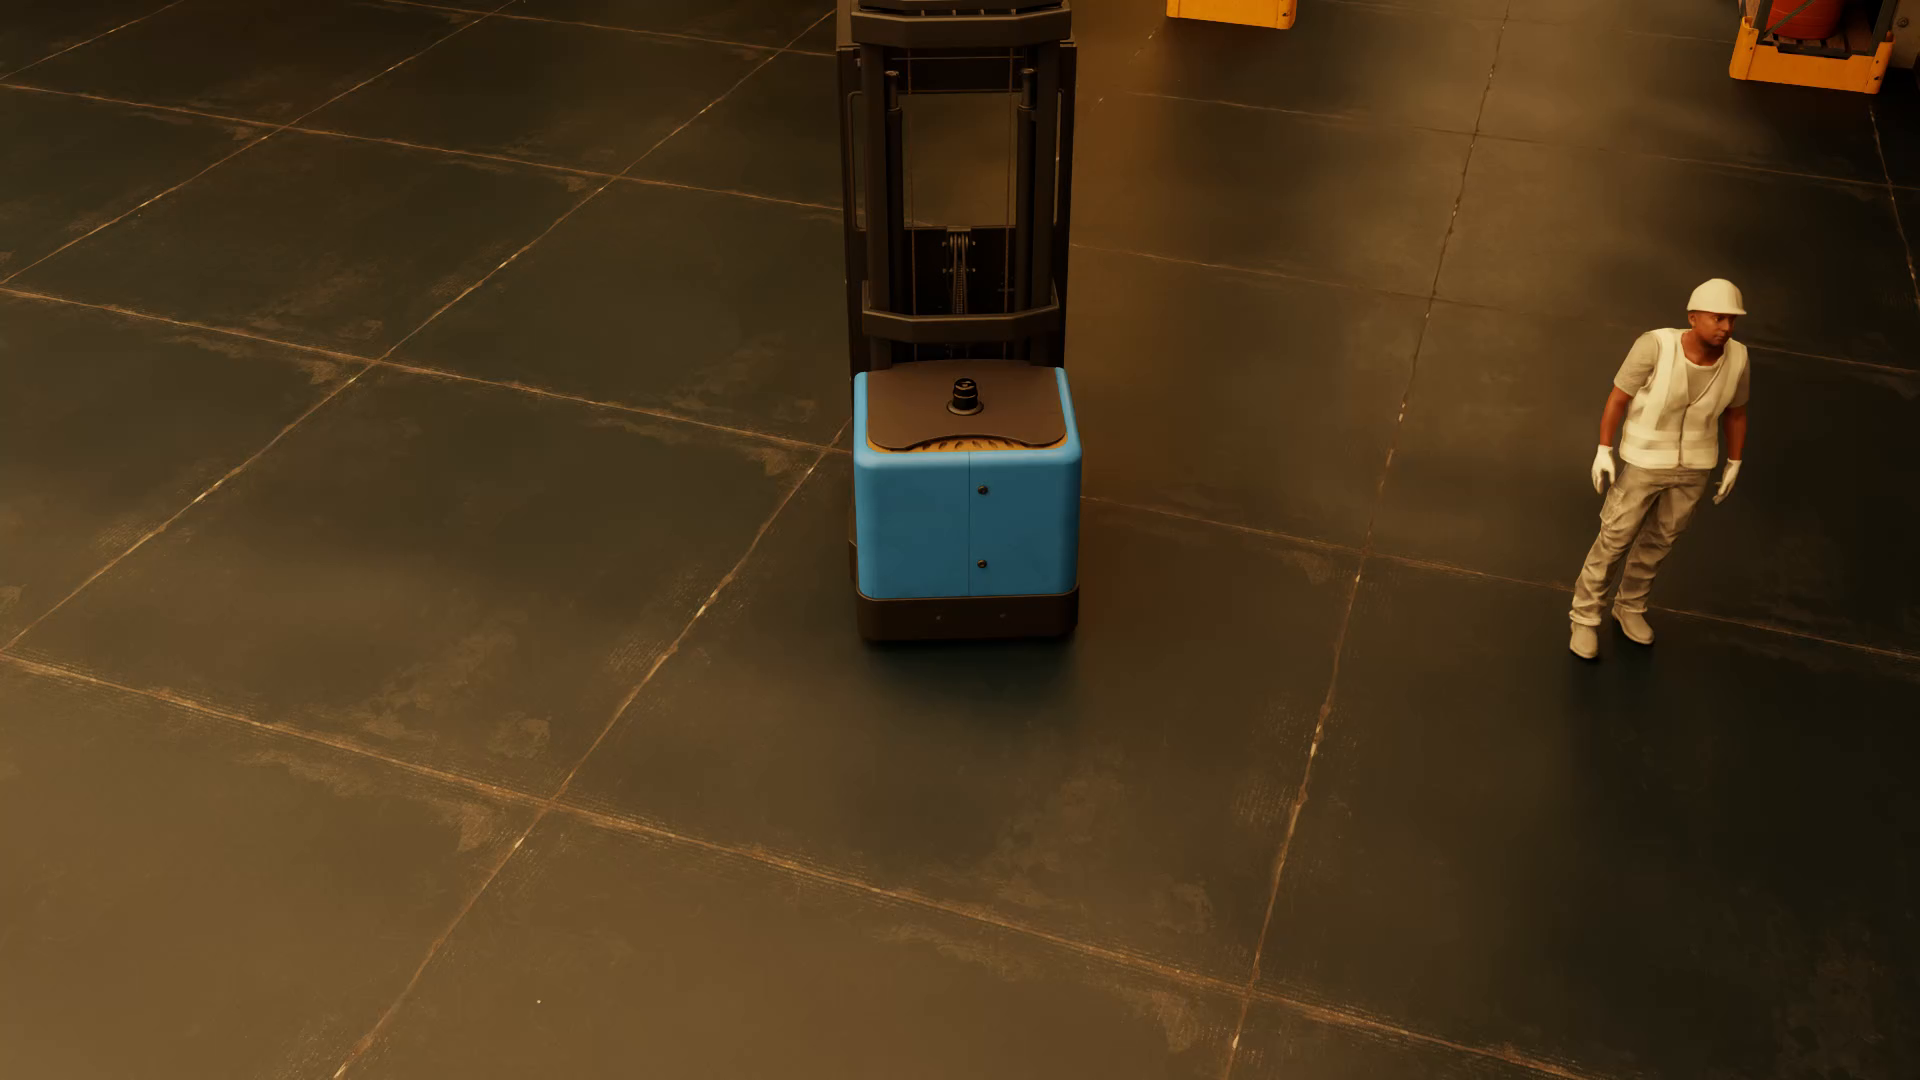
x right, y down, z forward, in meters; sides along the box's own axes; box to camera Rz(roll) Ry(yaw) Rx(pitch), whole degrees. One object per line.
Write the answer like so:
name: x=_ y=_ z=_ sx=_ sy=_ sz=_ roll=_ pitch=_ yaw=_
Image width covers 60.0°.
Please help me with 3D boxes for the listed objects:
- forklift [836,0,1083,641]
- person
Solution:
forklift: x=-0.029 y=-1.547 z=8.293 sx=1.130 sy=2.935 sz=3.031 roll=-2 pitch=35 yaw=-2
person: x=3.212 y=-0.307 z=7.525 sx=0.659 sy=1.783 sz=0.578 roll=1 pitch=35 yaw=2
